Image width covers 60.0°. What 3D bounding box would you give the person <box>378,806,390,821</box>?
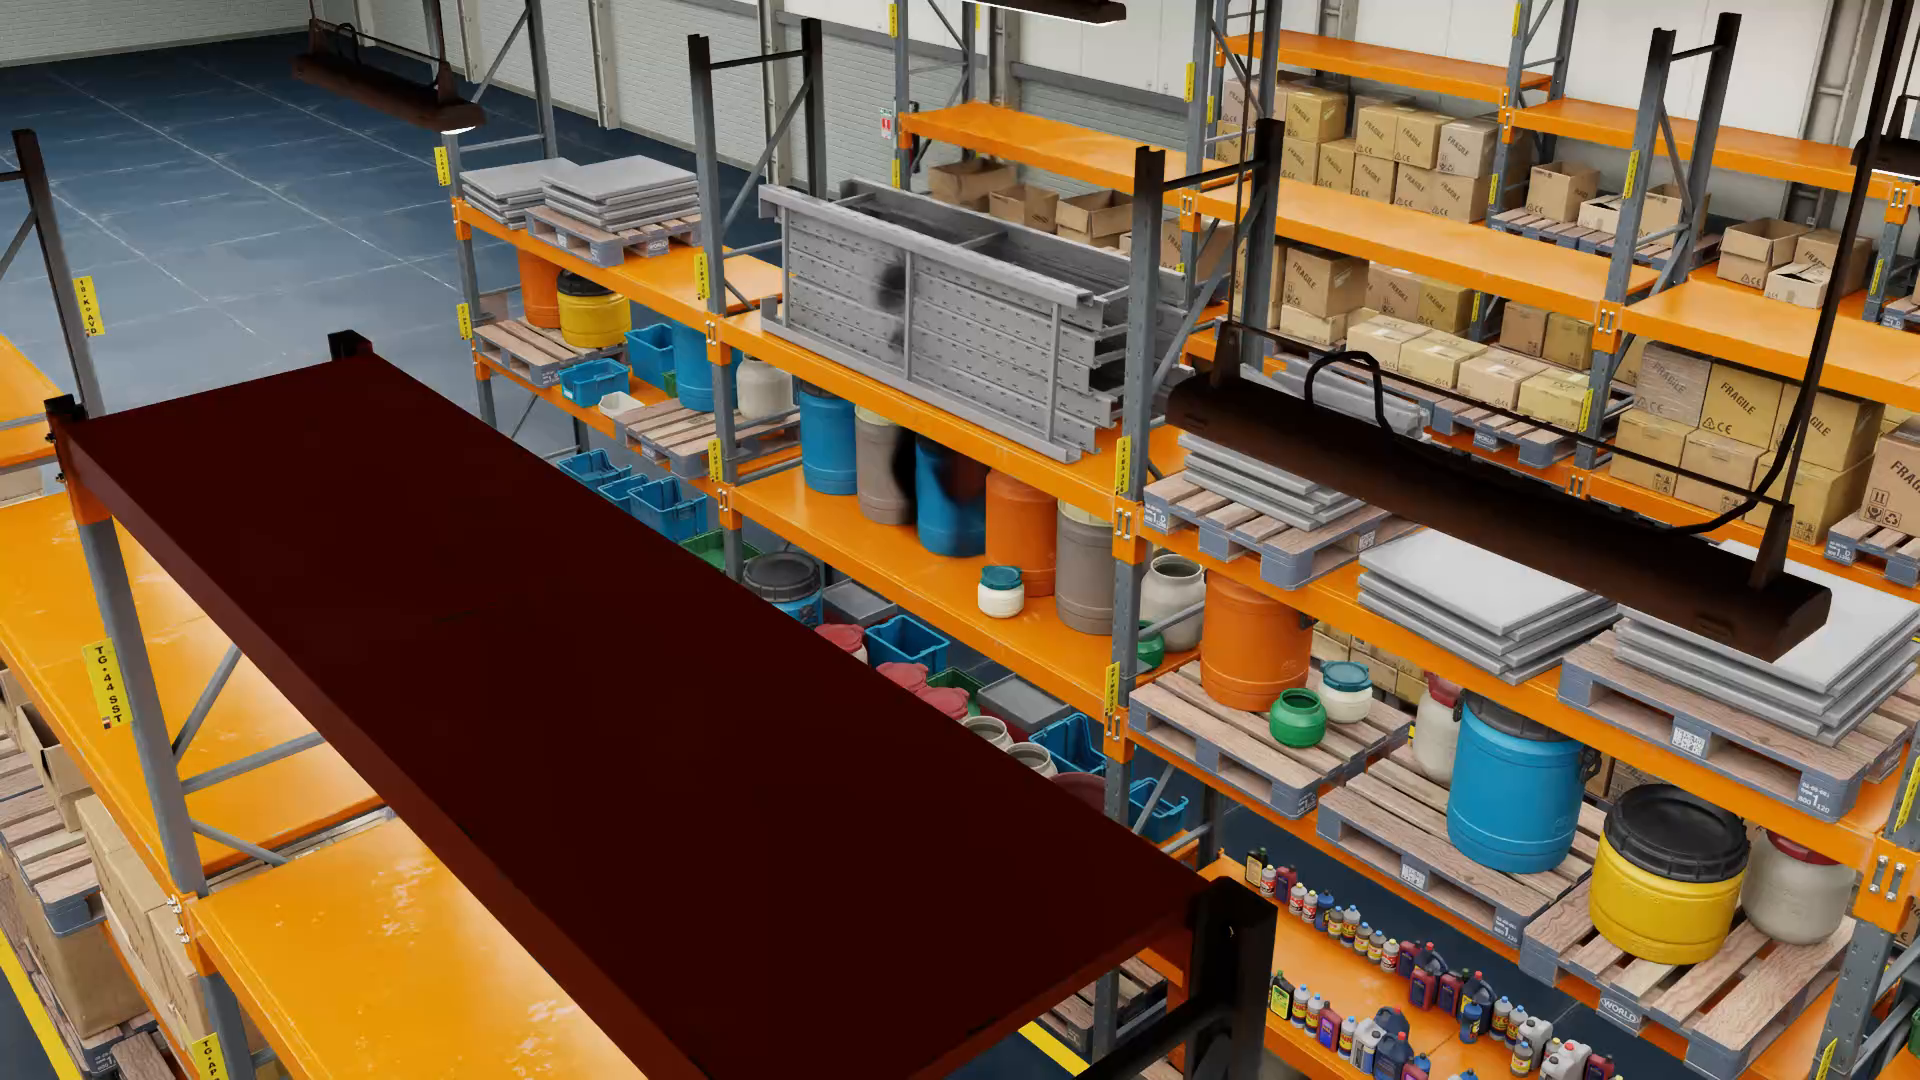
[{"bbox_3d":[-4.010,2.175,11.450,0.607,1.670,0.781,-21,34,-35],"label":"person"}]

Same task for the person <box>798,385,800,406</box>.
[{"bbox_3d":[-1.661,-2.177,19.906,0.959,1.776,0.727,-7,28,-14],"label":"person"}]
